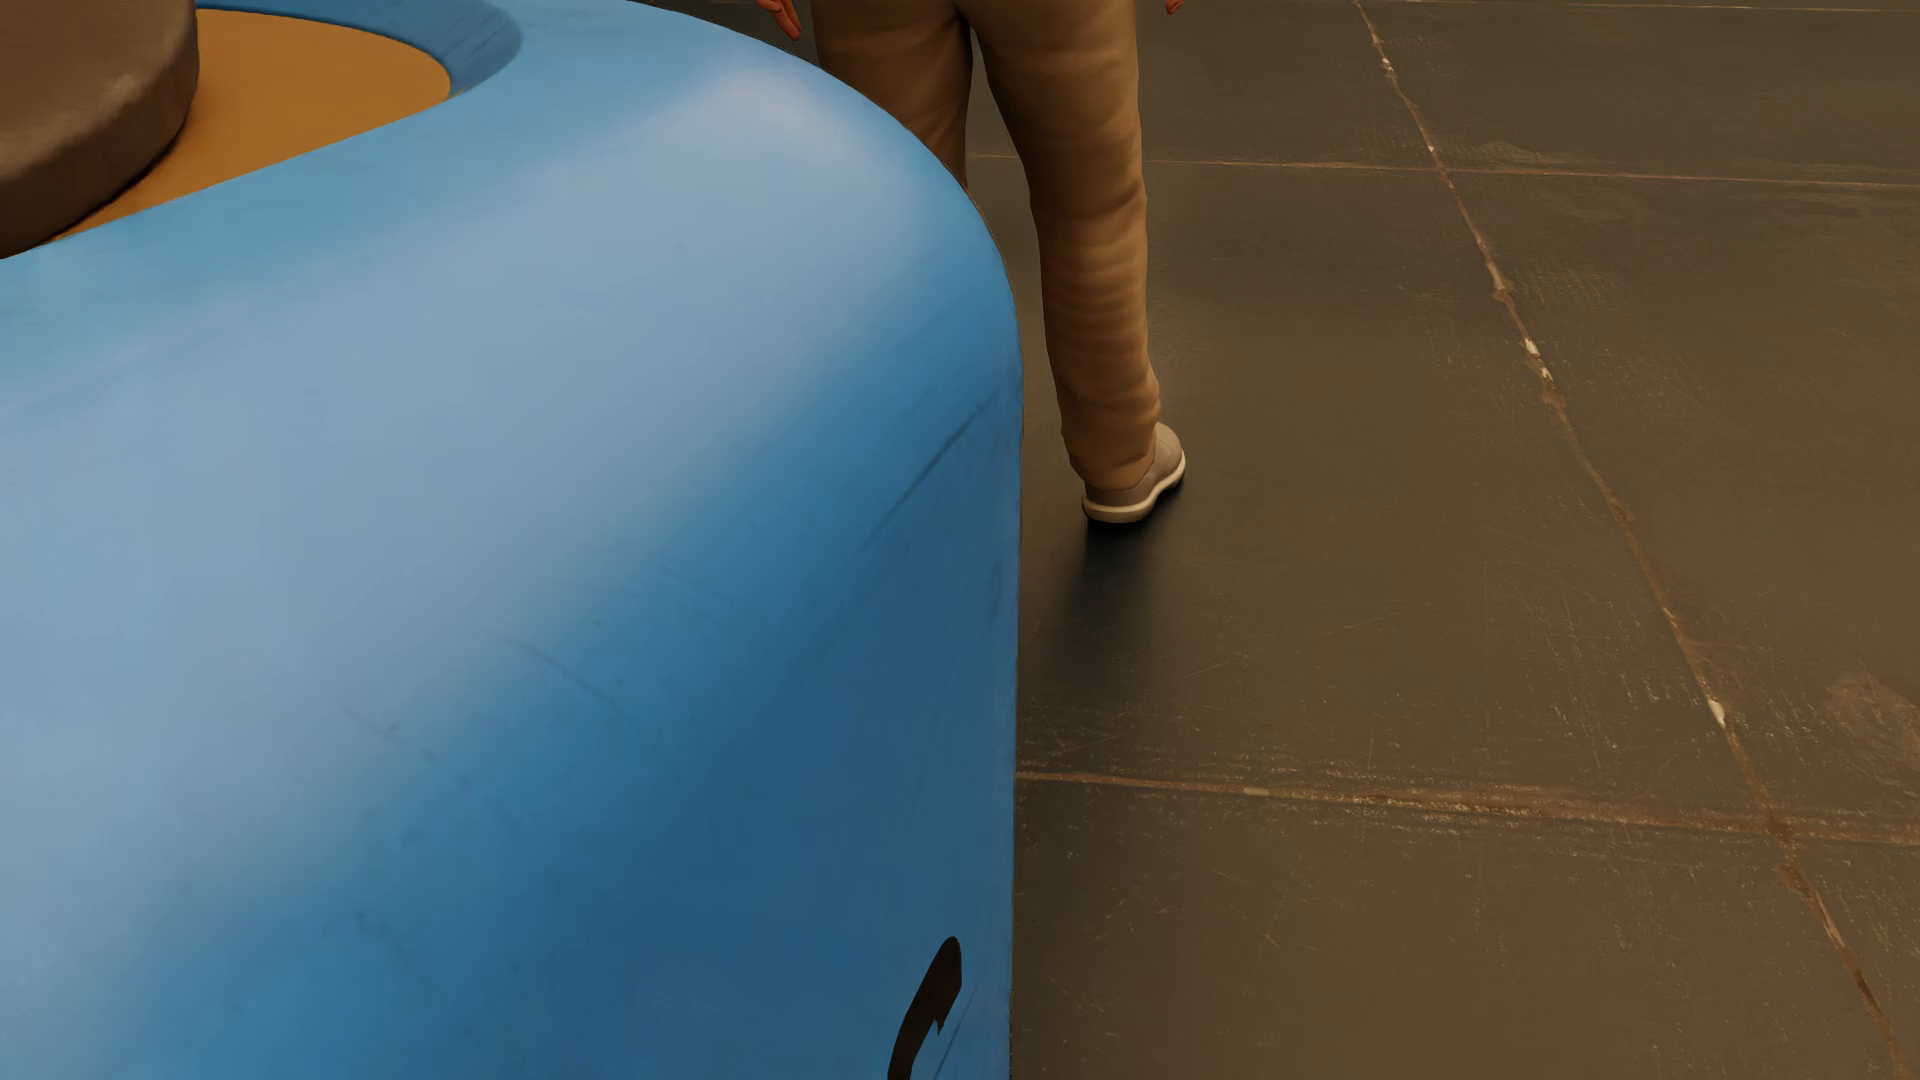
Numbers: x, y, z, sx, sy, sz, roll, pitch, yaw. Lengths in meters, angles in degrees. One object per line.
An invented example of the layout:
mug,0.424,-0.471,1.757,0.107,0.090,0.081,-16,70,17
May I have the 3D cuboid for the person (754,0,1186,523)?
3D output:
person,0.023,-0.820,2.189,0.641,1.727,0.550,3,27,7
